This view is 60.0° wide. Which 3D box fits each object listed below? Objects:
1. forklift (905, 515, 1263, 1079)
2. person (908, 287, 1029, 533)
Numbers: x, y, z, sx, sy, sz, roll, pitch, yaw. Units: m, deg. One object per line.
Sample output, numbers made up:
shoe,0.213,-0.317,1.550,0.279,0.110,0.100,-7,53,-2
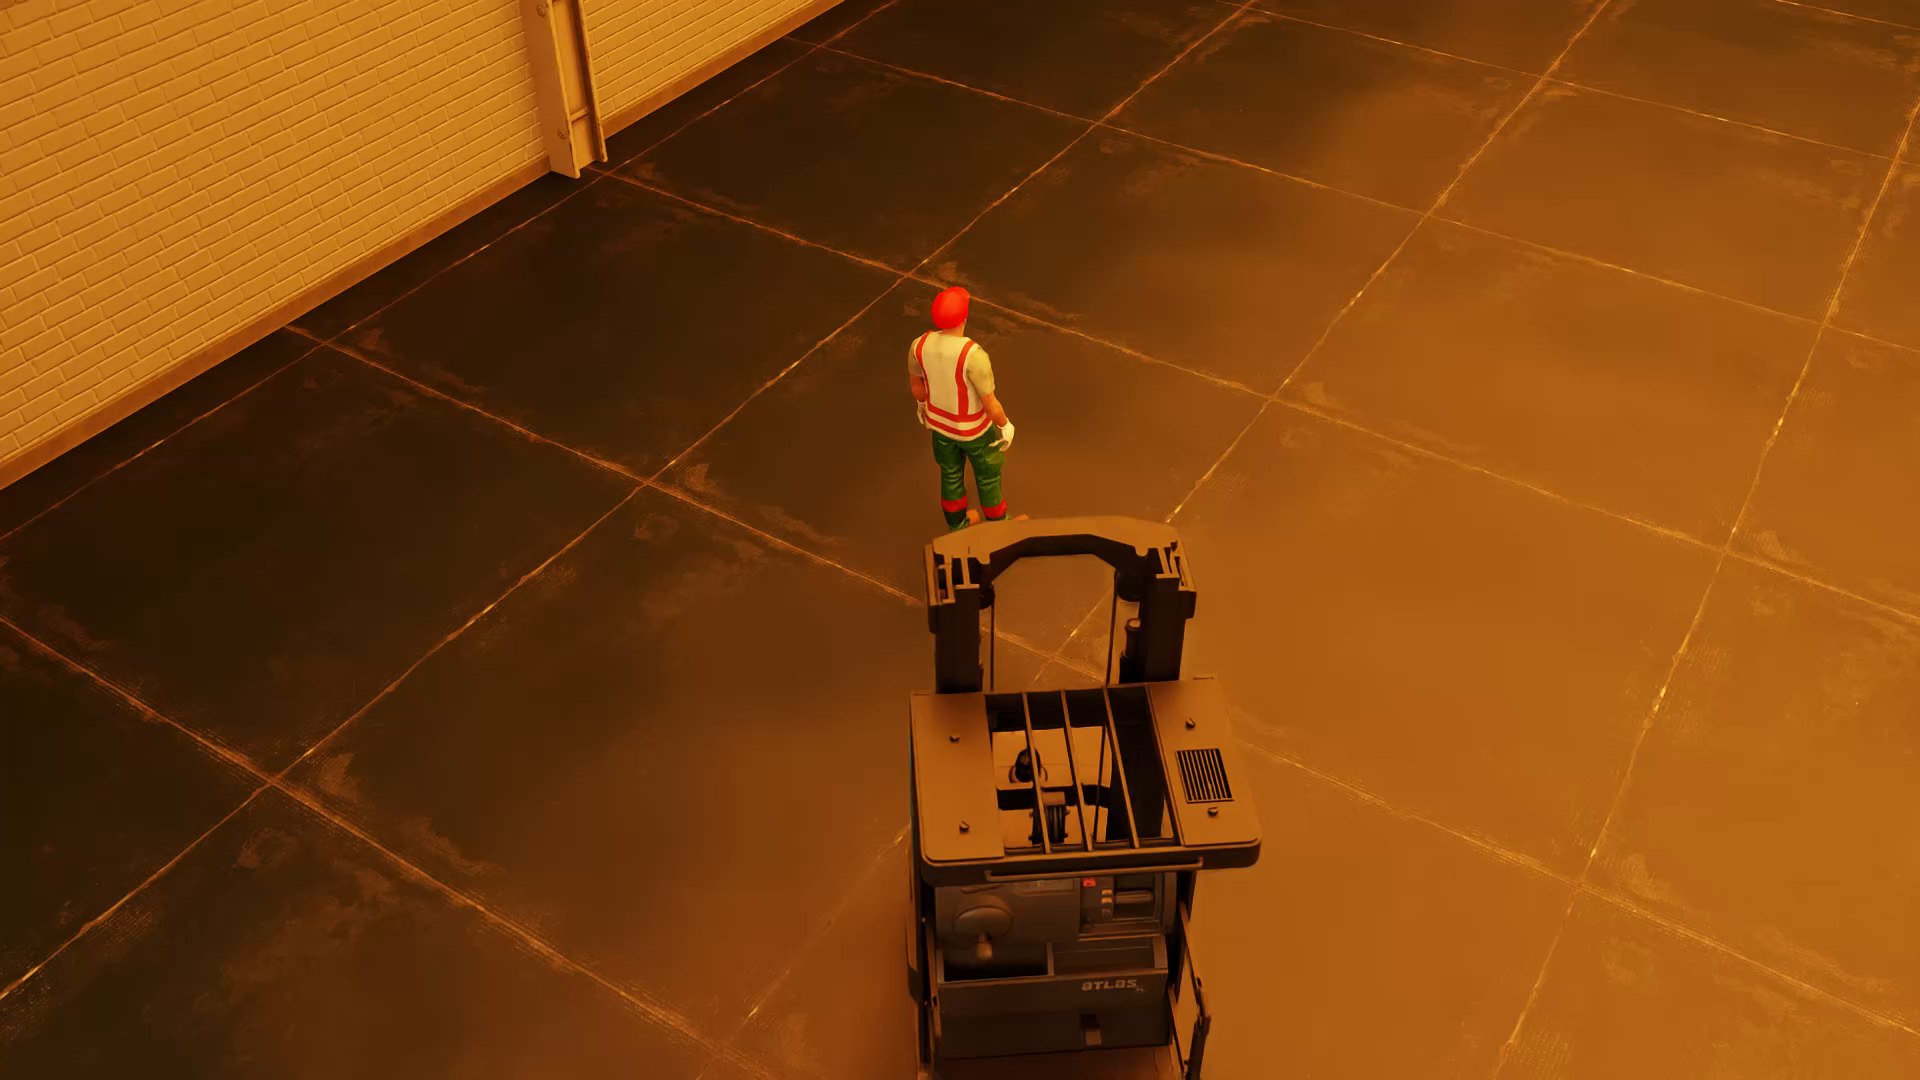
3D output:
forklift,0.387,1.476,6.225,1.130,2.935,3.031,-3,40,-3
person,0.052,-0.728,9.699,0.638,1.789,0.562,22,45,24
